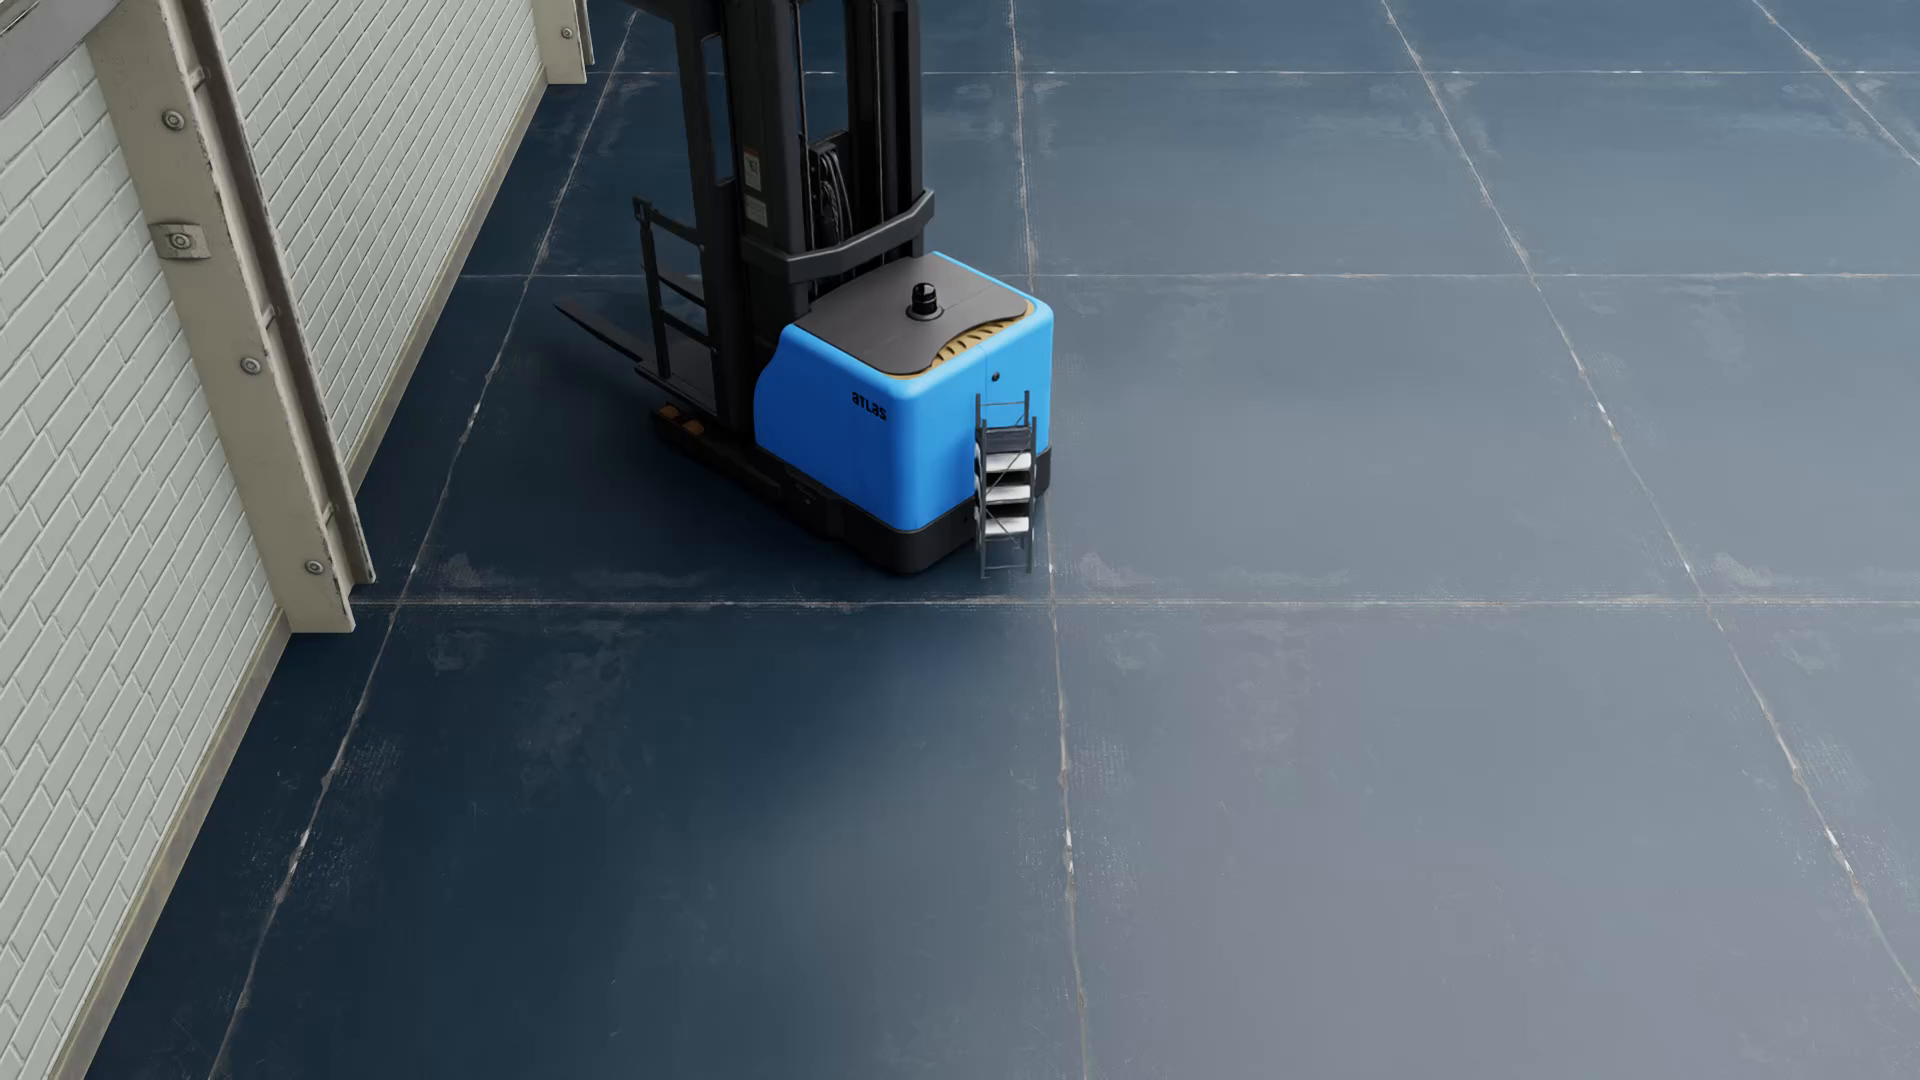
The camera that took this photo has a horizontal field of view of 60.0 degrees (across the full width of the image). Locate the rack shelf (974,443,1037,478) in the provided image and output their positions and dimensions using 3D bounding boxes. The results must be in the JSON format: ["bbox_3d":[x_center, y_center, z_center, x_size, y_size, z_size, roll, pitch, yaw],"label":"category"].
[{"bbox_3d":[0.203,-0.356,7.486,0.258,0.077,0.200,-4,39,-5],"label":"rack shelf"}]

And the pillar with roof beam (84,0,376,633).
[{"bbox_3d":[1.418,-3.223,4.822,9.100,9.000,0.400,0,39,0],"label":"pillar with roof beam"}]

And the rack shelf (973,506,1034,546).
[{"bbox_3d":[0.203,-0.075,7.711,0.258,0.077,0.200,-4,39,-5],"label":"rack shelf"}]

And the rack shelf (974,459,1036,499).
[{"bbox_3d":[0.203,-0.286,7.542,0.258,0.077,0.200,-4,39,-5],"label":"rack shelf"}]

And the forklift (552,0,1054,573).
[{"bbox_3d":[-0.964,-1.799,7.897,3.031,2.935,1.130,31,48,33],"label":"forklift"}]

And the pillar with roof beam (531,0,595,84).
[{"bbox_3d":[1.411,-6.975,9.504,9.100,9.000,0.400,0,39,0],"label":"pillar with roof beam"}]

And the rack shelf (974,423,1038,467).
[{"bbox_3d":[0.203,-0.426,7.429,0.258,0.077,0.200,-4,39,-5],"label":"rack shelf"}]

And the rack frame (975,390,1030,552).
[{"bbox_3d":[0.190,-0.305,7.656,0.240,0.900,0.006,-4,39,-5],"label":"rack frame"}]

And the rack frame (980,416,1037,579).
[{"bbox_3d":[0.215,-0.179,7.499,0.240,0.900,0.006,-4,39,-5],"label":"rack frame"}]

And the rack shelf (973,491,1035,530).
[{"bbox_3d":[0.203,-0.145,7.655,0.258,0.077,0.200,-4,39,-5],"label":"rack shelf"}]

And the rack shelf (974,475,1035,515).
[{"bbox_3d":[0.203,-0.216,7.598,0.258,0.077,0.200,-4,39,-5],"label":"rack shelf"}]

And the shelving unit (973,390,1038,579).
[{"bbox_3d":[0.203,-0.242,7.577,0.258,0.900,0.210,-4,39,-5],"label":"shelving unit"}]
